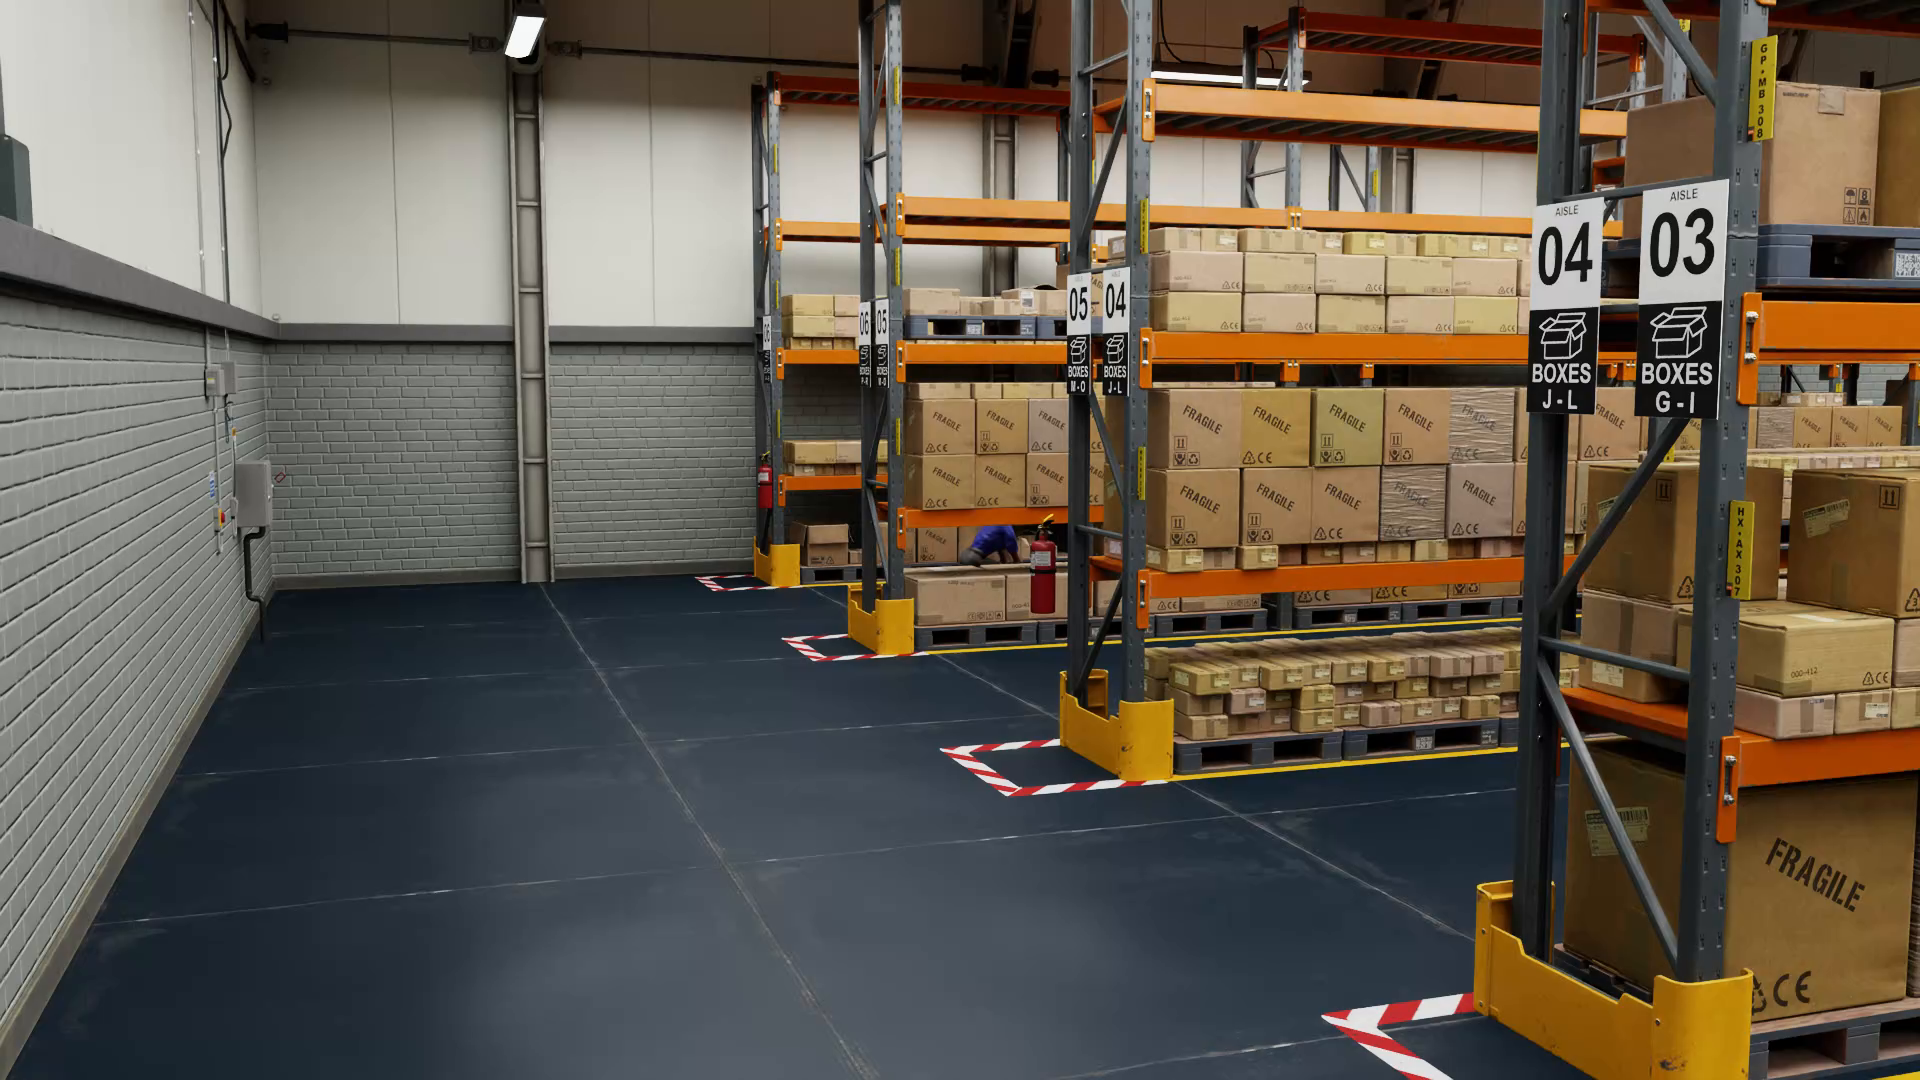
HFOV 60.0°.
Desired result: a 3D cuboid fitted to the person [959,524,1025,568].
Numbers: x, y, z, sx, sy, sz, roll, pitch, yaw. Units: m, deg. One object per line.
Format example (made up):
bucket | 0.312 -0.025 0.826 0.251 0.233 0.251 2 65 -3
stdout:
person | 0.355 0.239 17.567 0.747 1.092 0.499 -2 6 -17
